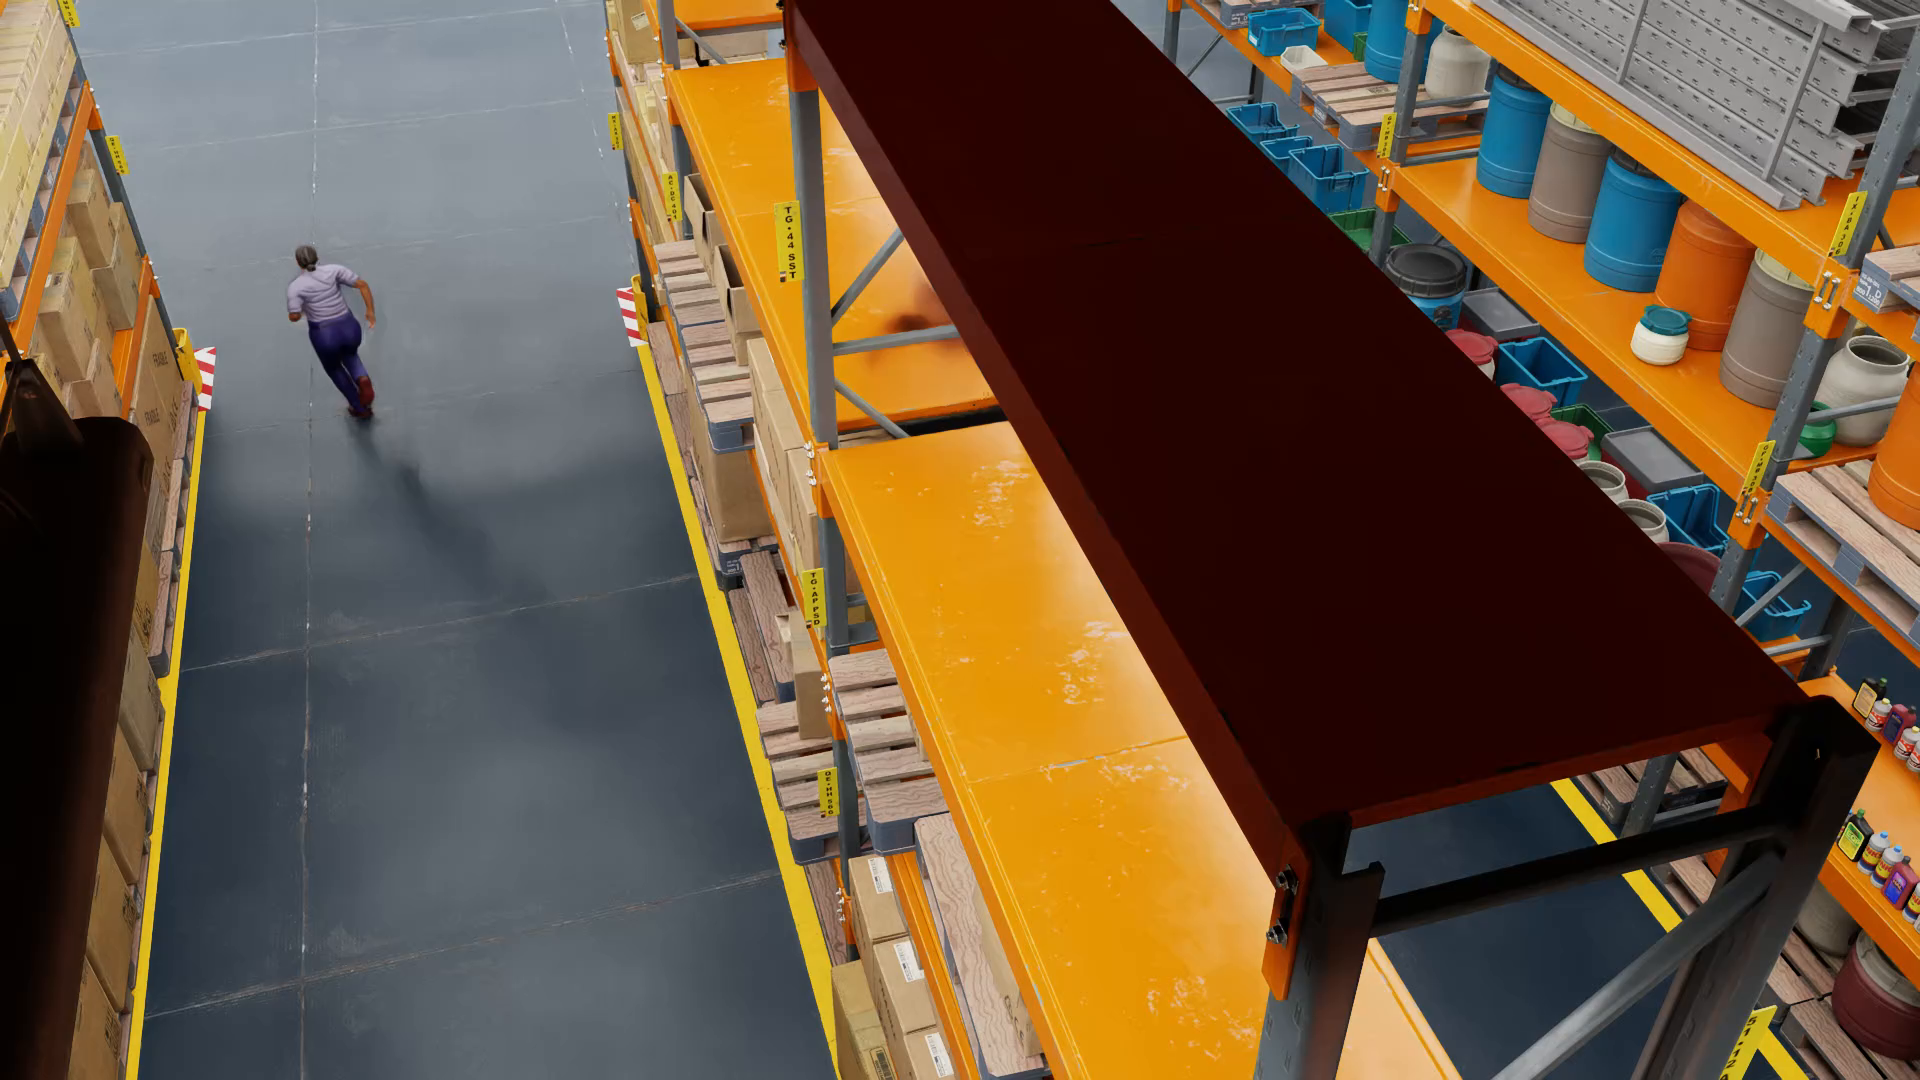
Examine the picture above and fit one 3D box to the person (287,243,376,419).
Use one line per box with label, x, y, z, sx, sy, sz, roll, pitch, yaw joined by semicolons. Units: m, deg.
person;-5.177;-1.728;13.758;0.645;1.589;0.623;-27;45;-29
